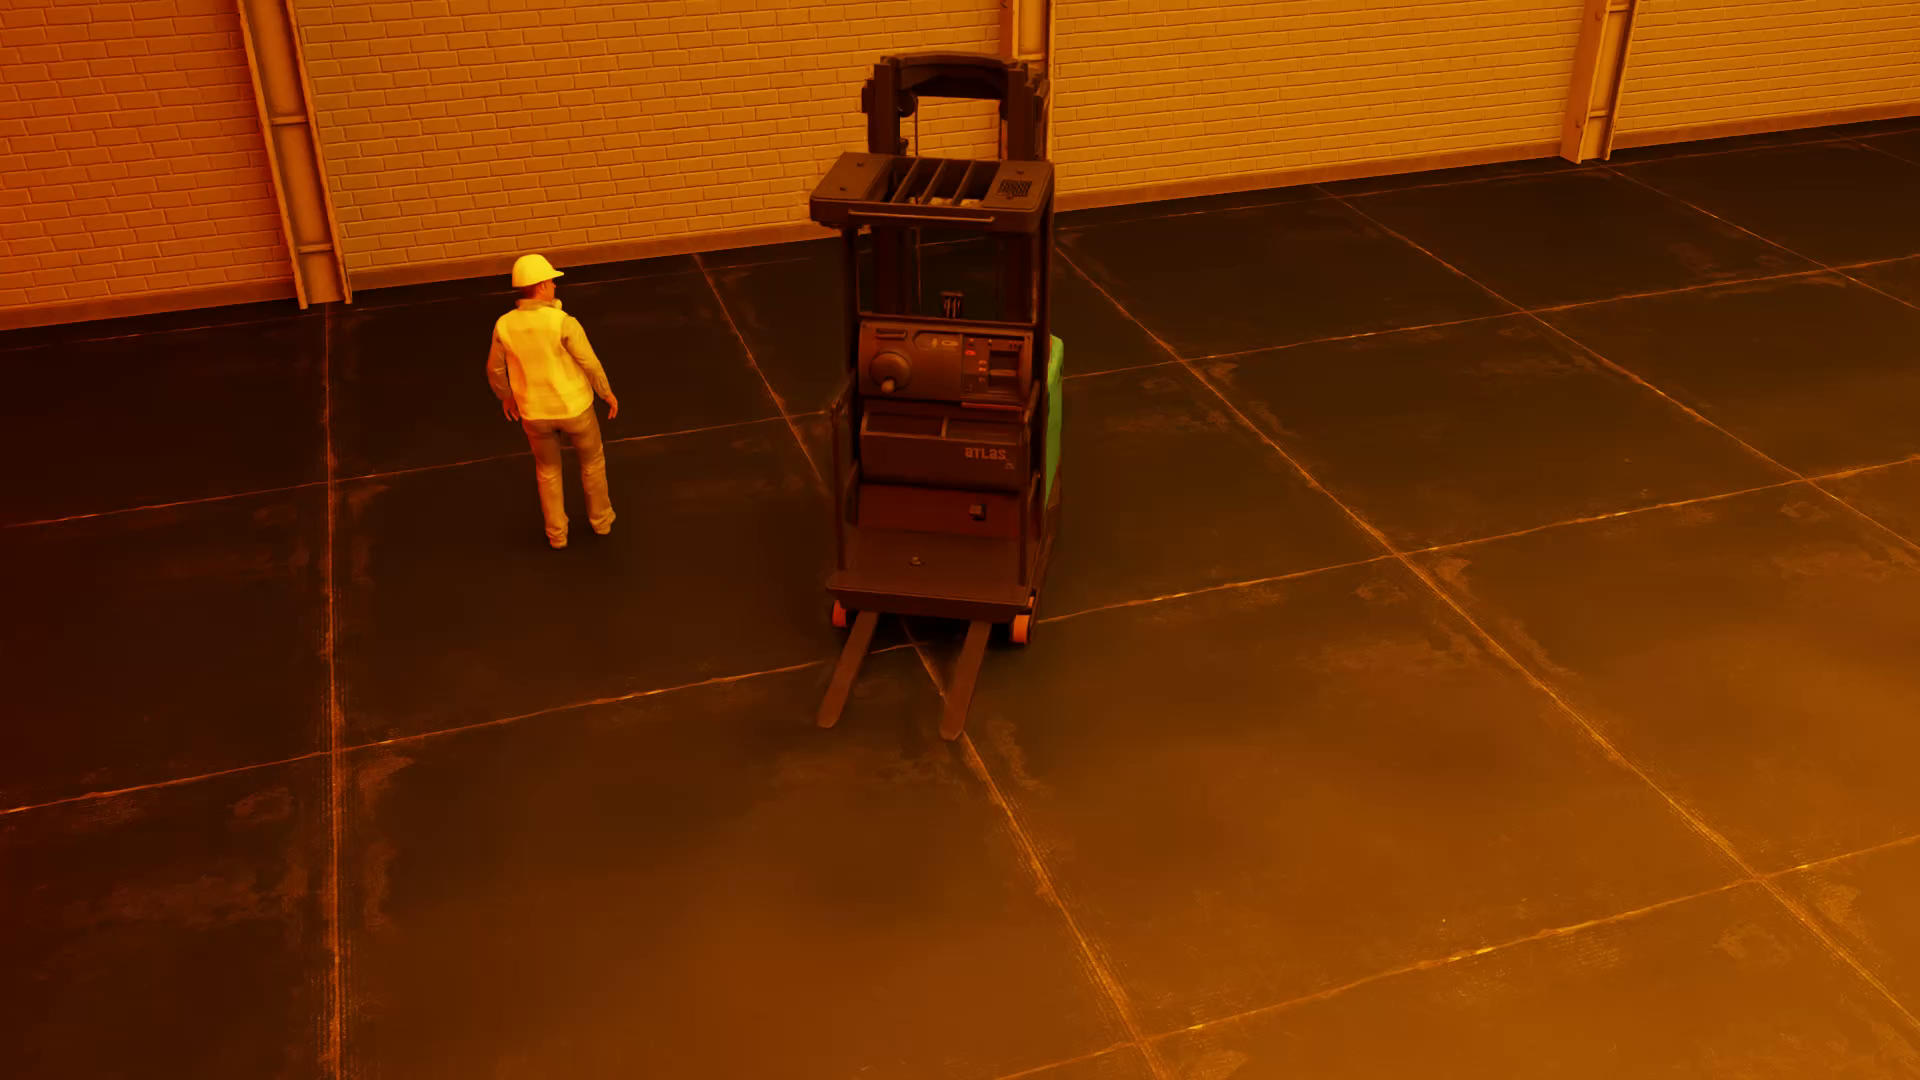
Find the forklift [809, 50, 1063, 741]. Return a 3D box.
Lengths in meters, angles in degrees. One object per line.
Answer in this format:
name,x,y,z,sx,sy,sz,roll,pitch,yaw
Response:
forklift,-0.111,-0.896,8.644,1.130,2.935,3.031,5,30,8

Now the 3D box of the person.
person,-2.347,-0.813,9.674,0.715,1.760,0.505,1,30,1
